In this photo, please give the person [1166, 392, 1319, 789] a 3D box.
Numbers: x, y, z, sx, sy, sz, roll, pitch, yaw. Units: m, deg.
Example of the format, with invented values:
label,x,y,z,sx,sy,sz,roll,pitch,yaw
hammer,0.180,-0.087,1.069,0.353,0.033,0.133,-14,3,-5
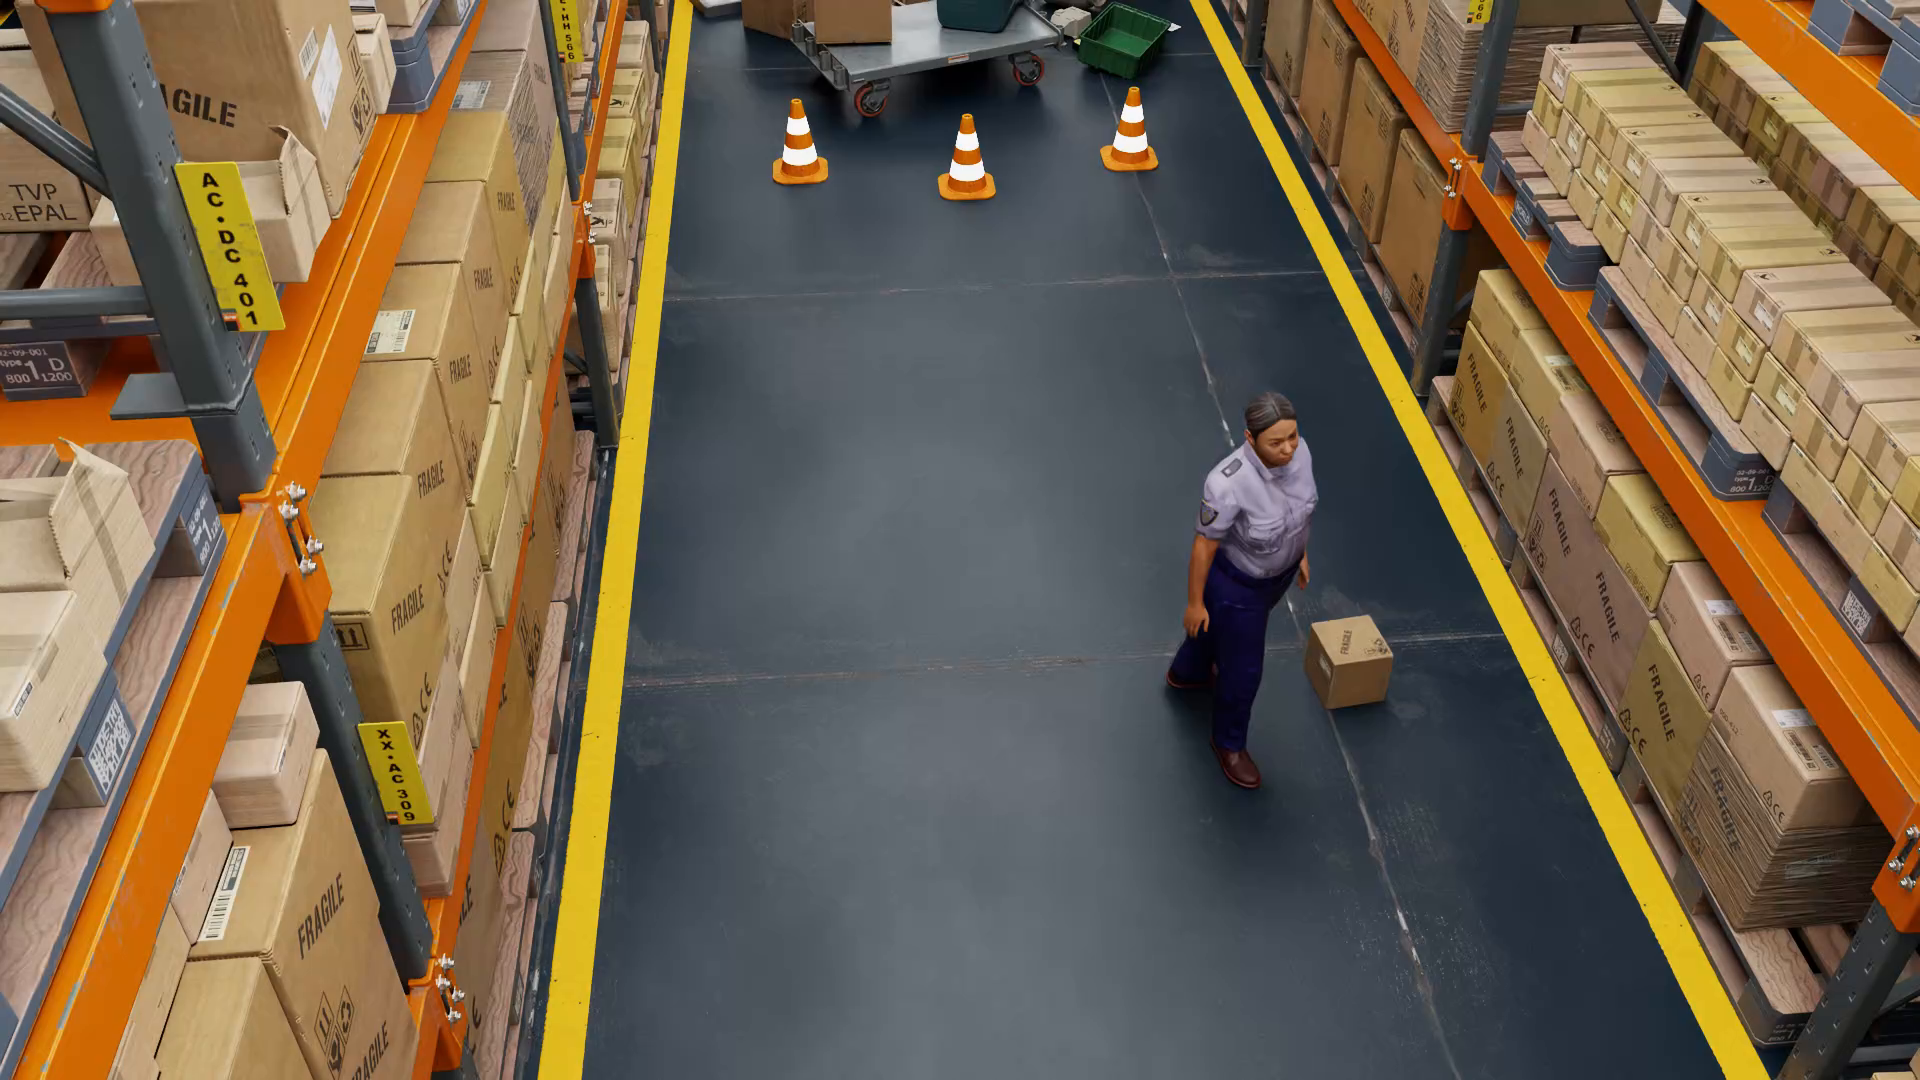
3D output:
label,x,y,z,sx,sy,sz,roll,pitch,yaw
person,1.010,0.118,6.030,0.561,1.637,0.609,-32,49,-33
